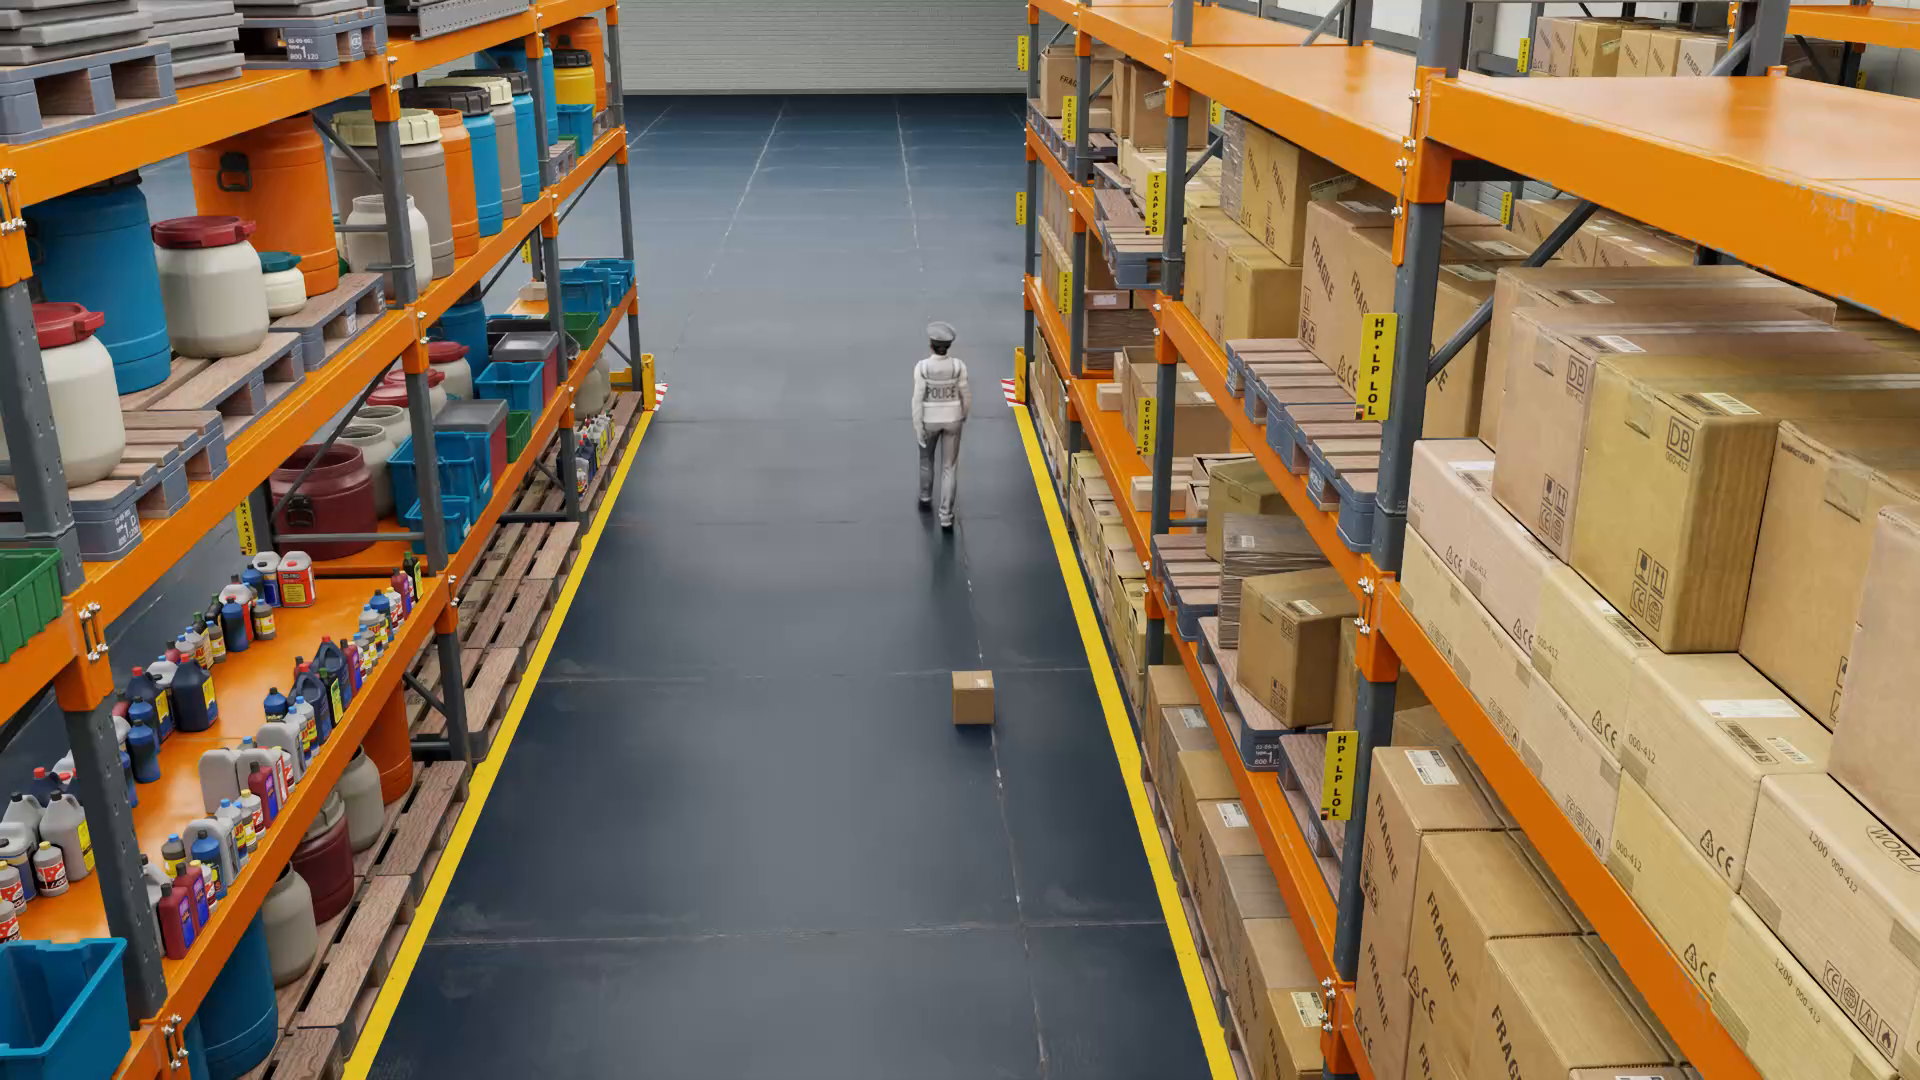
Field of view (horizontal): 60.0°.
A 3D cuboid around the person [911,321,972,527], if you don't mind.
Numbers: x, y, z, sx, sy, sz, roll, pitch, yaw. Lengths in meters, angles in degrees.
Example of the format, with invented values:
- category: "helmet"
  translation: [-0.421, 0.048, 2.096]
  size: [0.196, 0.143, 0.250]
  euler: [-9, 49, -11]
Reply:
- category: "person"
  translation: [-0.155, -1.012, 13.713]
  size: [0.499, 1.636, 0.953]
  euler: [-1, 21, -2]
